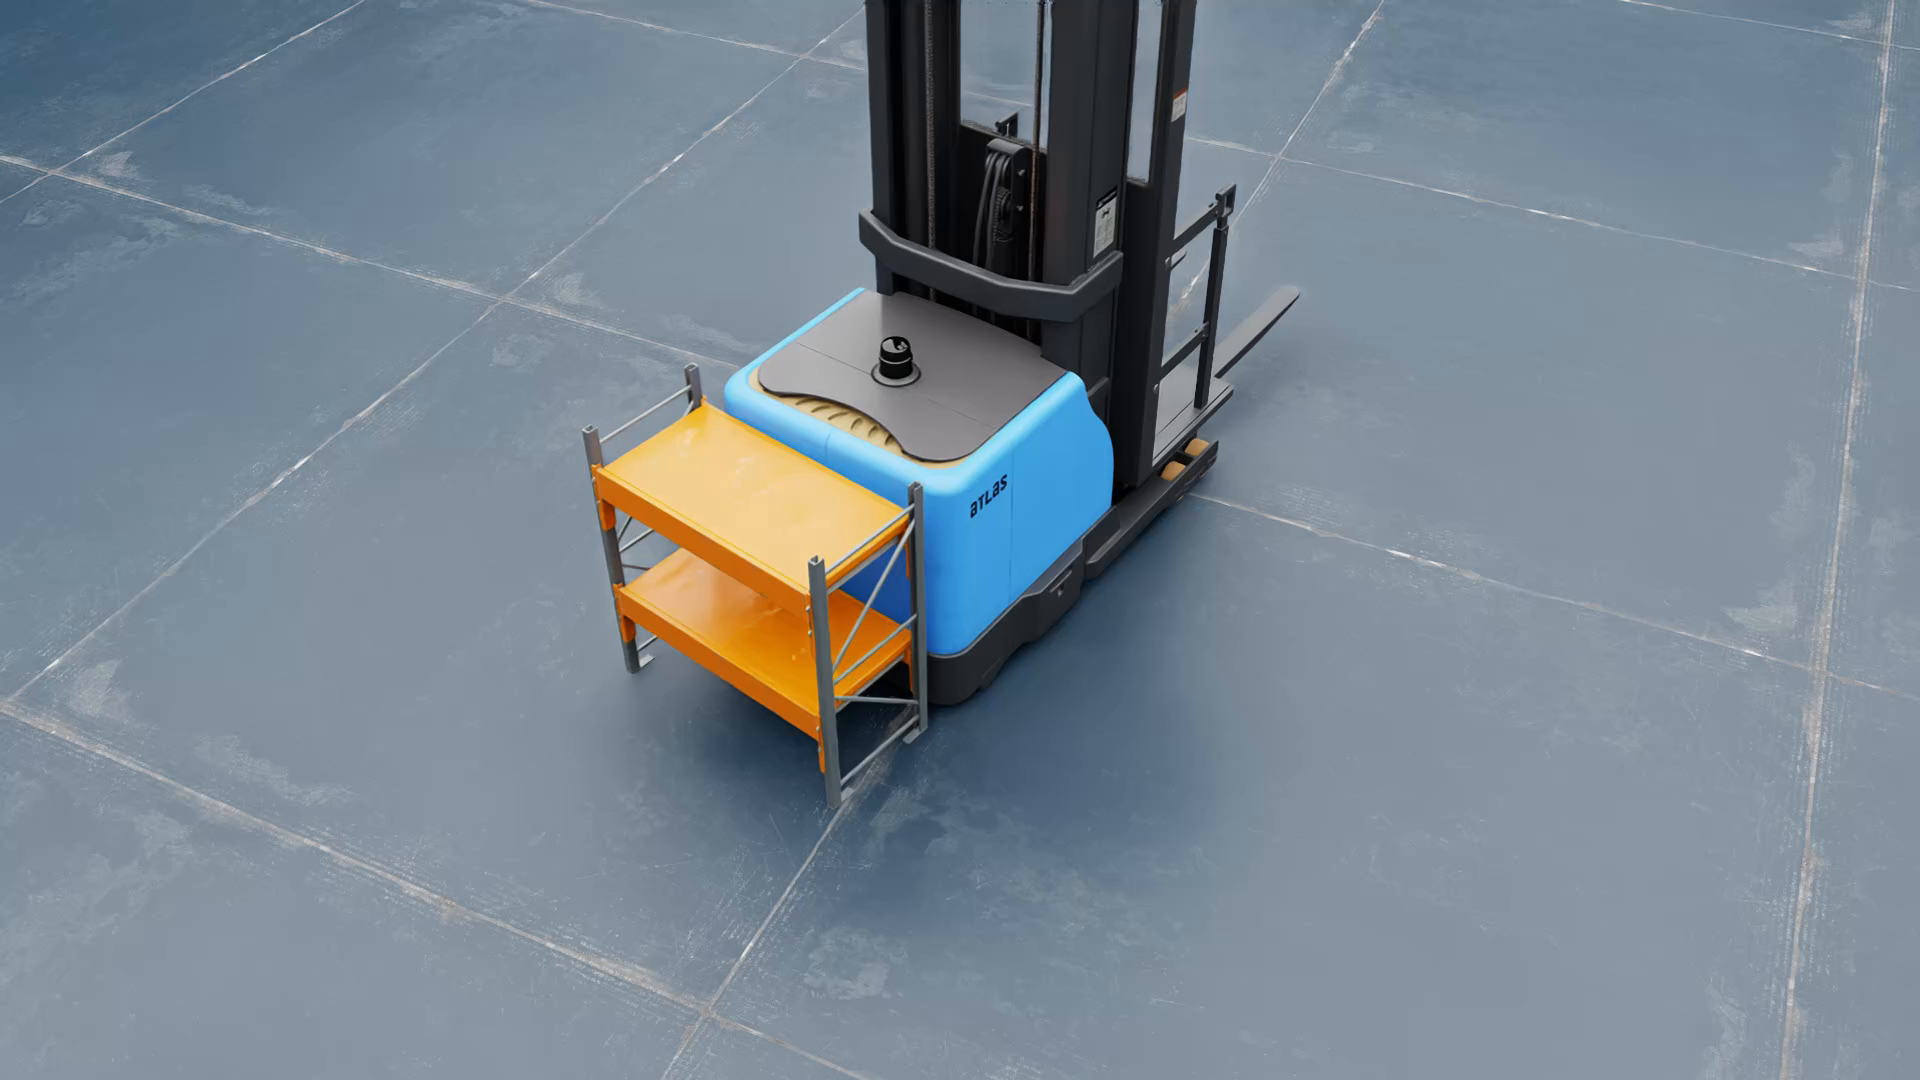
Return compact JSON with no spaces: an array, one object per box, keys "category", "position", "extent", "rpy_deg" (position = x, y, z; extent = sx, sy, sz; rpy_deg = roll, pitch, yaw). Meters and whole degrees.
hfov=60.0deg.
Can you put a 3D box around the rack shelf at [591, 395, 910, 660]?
[{"category":"rack shelf","position":[-0.677,-0.065,5.520],"extent":[1.000,0.278,0.538],"rpy_deg":[28,48,29]}]

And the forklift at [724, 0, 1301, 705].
[{"category":"forklift","position":[0.435,-1.438,6.171],"extent":[1.130,2.935,3.031],"rpy_deg":[25,47,26]}]

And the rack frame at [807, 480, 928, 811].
[{"category":"rack frame","position":[-0.285,0.368,5.467],"extent":[0.032,1.125,0.500],"rpy_deg":[28,48,29]}]

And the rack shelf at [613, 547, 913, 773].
[{"category":"rack shelf","position":[-0.677,0.341,5.871],"extent":[1.000,0.278,0.538],"rpy_deg":[28,48,29]}]

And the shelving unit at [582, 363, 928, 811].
[{"category":"shelving unit","position":[-0.677,0.156,5.711],"extent":[1.048,1.125,0.538],"rpy_deg":[28,48,29]}]

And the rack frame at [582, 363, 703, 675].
[{"category":"rack frame","position":[-1.070,-0.056,5.956],"extent":[0.032,1.125,0.500],"rpy_deg":[28,48,29]}]
